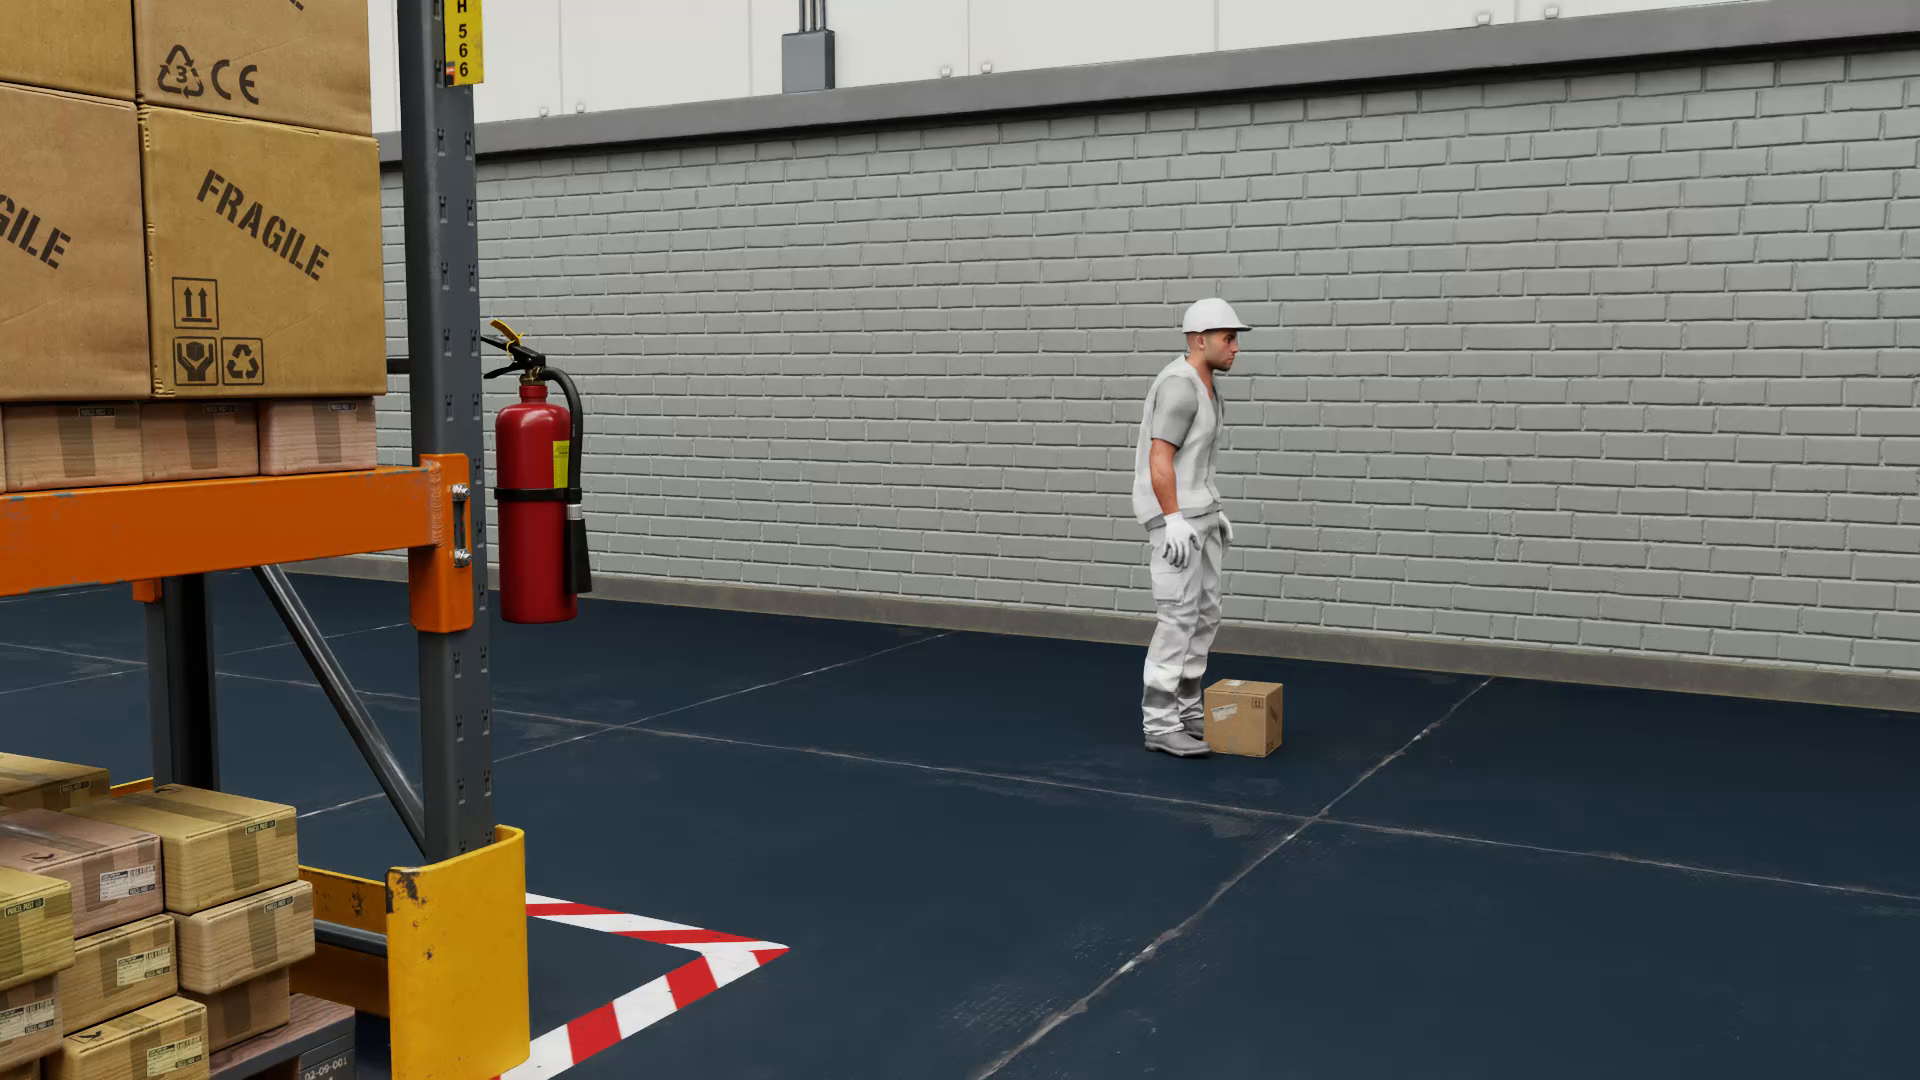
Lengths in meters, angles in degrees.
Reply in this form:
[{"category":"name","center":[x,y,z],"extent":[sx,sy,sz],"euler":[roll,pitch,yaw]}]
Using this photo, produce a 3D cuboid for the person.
[{"category":"person","center":[0.928,-0.065,6.636],"extent":[0.449,1.780,0.623],"euler":[3,7,27]}]
